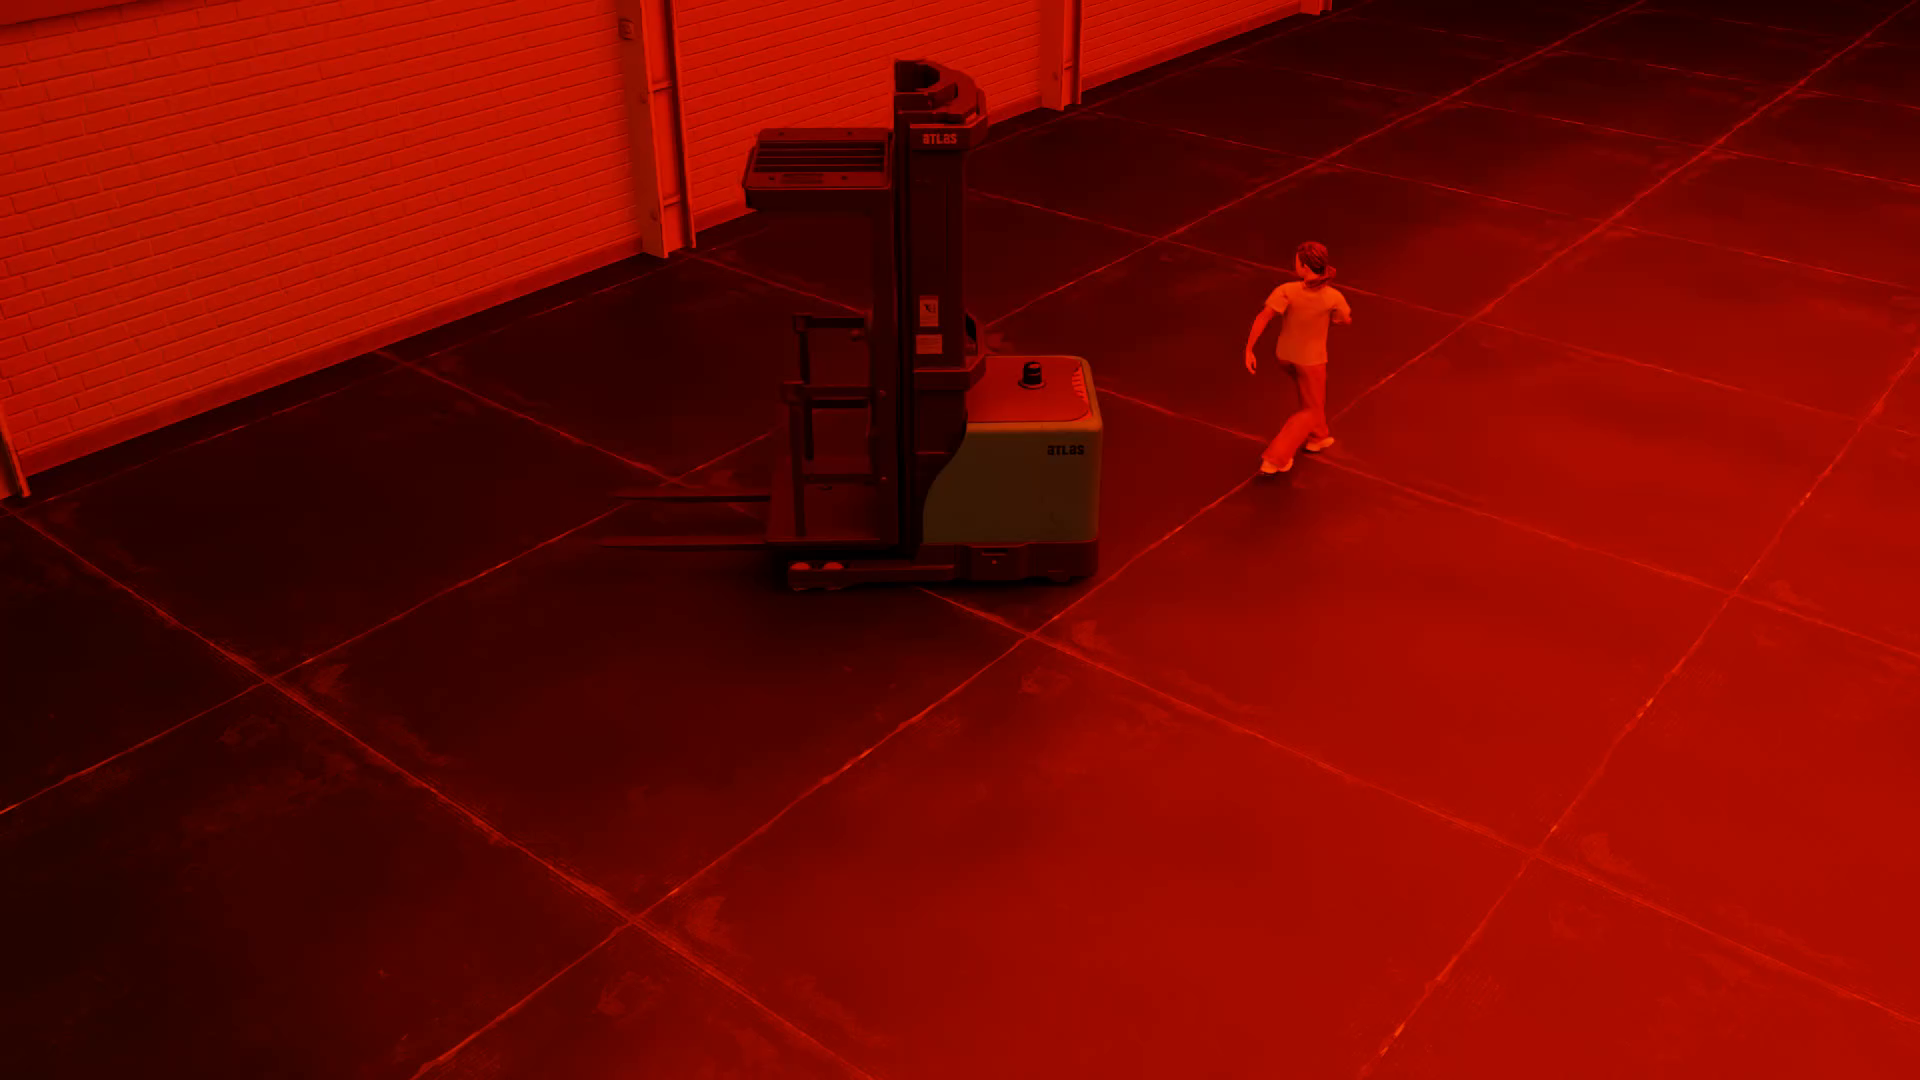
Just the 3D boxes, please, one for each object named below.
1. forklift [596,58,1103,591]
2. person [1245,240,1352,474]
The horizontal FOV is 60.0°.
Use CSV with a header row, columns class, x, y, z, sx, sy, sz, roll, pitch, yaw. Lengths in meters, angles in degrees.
class,x,y,z,sx,sy,sz,roll,pitch,yaw
forklift,-0.687,-1.231,9.702,3.031,2.935,1.130,-1,30,-1
person,2.296,-1.228,11.060,0.471,1.605,0.903,23,37,33
